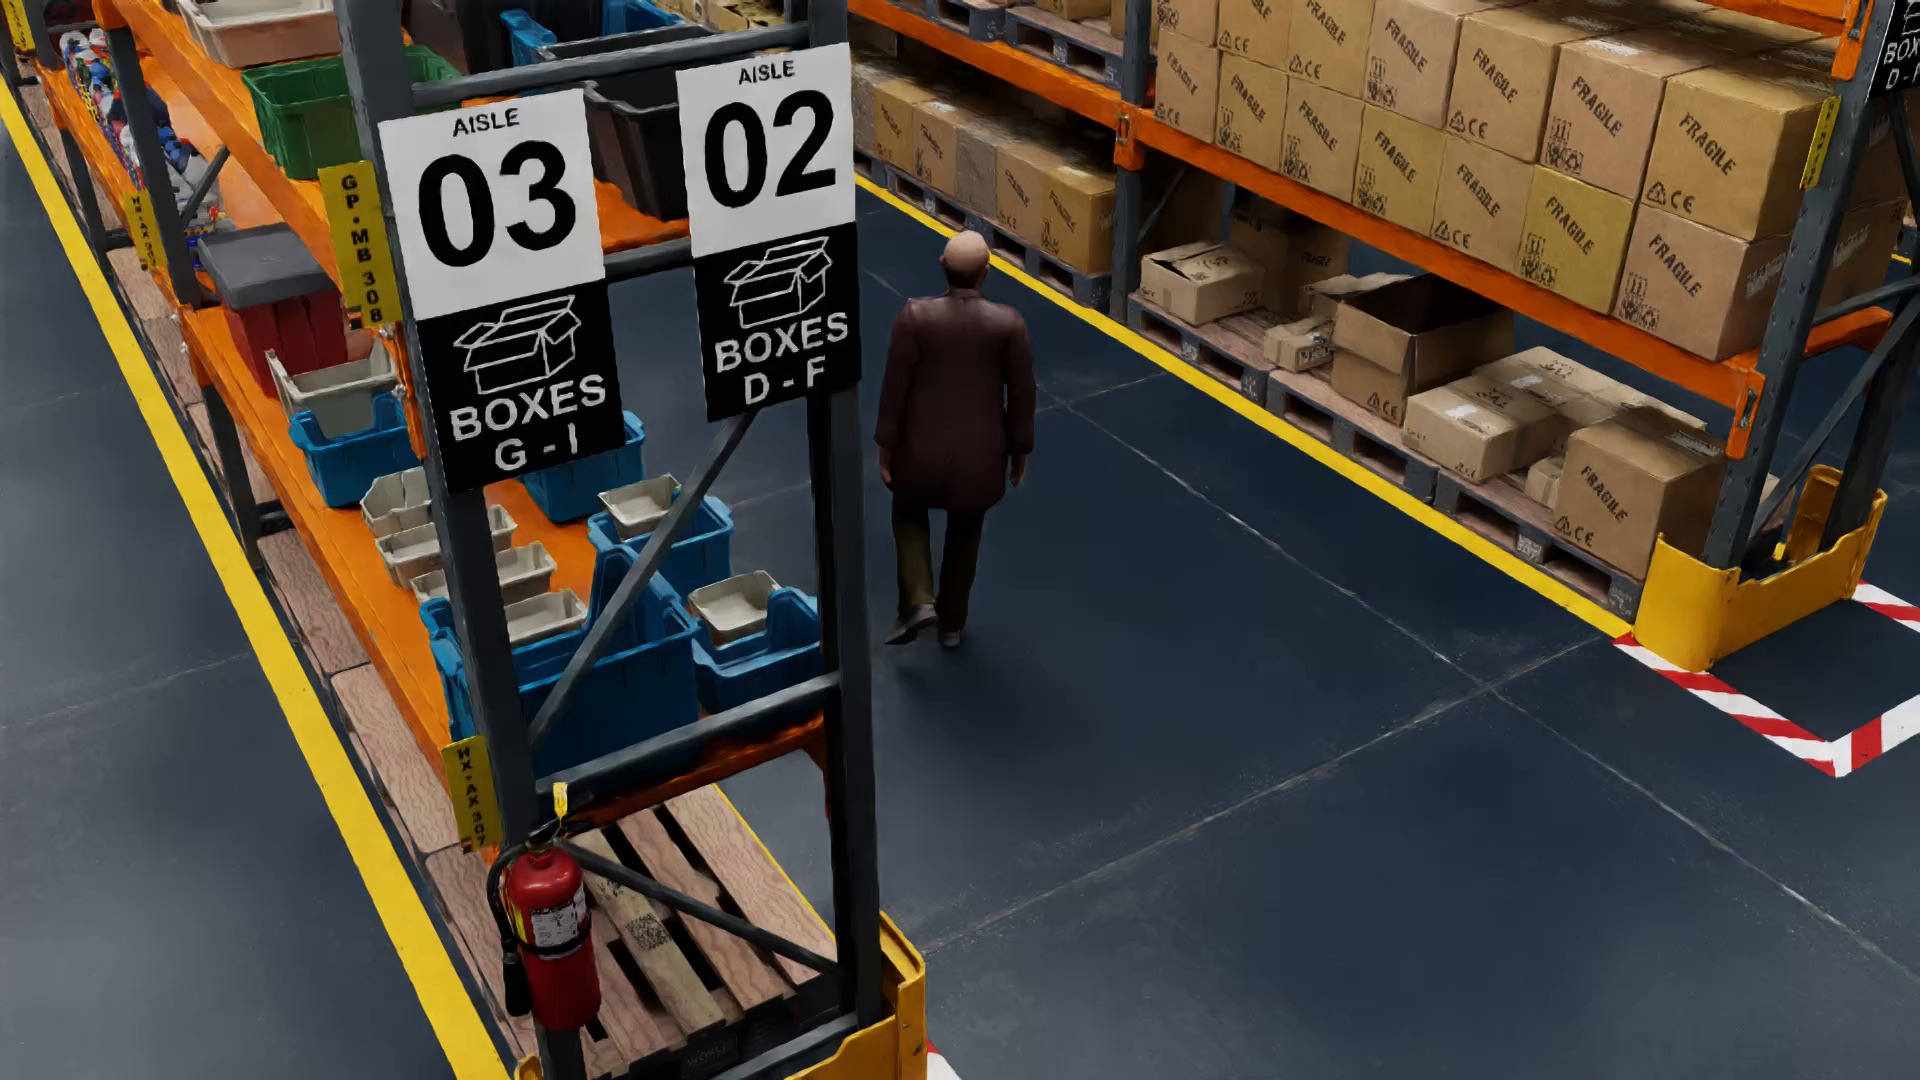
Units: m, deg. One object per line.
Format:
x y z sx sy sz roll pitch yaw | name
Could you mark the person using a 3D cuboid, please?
-0.024 -0.336 6.636 0.648 1.769 0.576 1 32 1 | person
